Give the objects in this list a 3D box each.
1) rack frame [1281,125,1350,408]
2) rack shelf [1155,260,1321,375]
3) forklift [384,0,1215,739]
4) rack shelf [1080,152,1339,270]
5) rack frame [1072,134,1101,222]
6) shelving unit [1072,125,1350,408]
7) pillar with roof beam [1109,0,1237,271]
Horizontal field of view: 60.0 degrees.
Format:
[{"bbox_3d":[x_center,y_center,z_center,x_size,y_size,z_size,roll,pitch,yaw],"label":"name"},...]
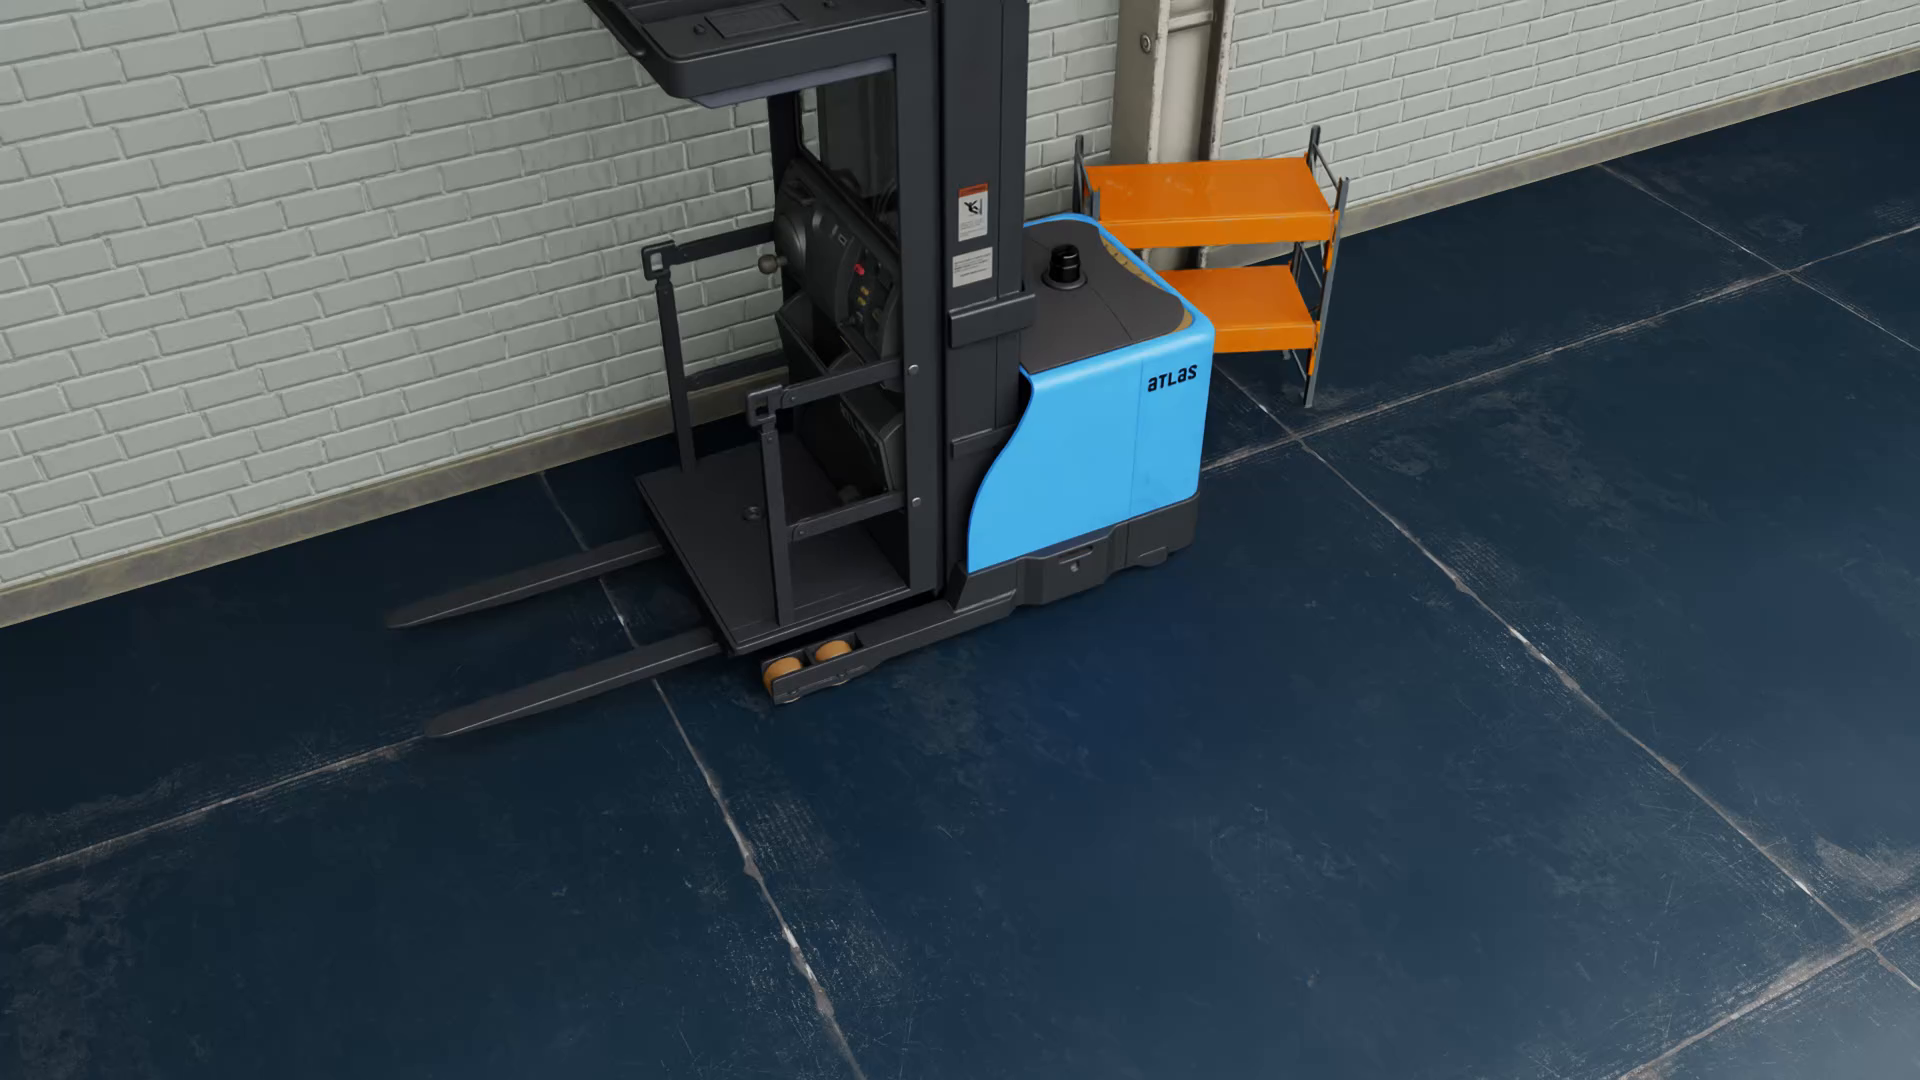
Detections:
[{"bbox_3d":[1.539,-1.184,7.276,0.032,1.125,0.500,-3,41,-4],"label":"rack frame"},{"bbox_3d":[1.033,-0.969,7.400,1.000,0.278,0.538,-3,41,-4],"label":"rack shelf"},{"bbox_3d":[-0.605,-0.918,5.566,3.031,2.935,1.130,-18,44,-20],"label":"forklift"},{"bbox_3d":[1.033,-1.378,7.052,1.000,0.278,0.538,-3,41,-4],"label":"rack shelf"},{"bbox_3d":[0.527,-1.125,7.207,0.032,1.125,0.500,-3,41,-4],"label":"rack frame"},{"bbox_3d":[1.033,-1.155,7.242,1.048,1.125,0.538,-3,41,-4],"label":"shelving unit"},{"bbox_3d":[2.917,-2.092,2.257,0.400,9.000,9.100,-19,44,-21],"label":"pillar with roof beam"}]
